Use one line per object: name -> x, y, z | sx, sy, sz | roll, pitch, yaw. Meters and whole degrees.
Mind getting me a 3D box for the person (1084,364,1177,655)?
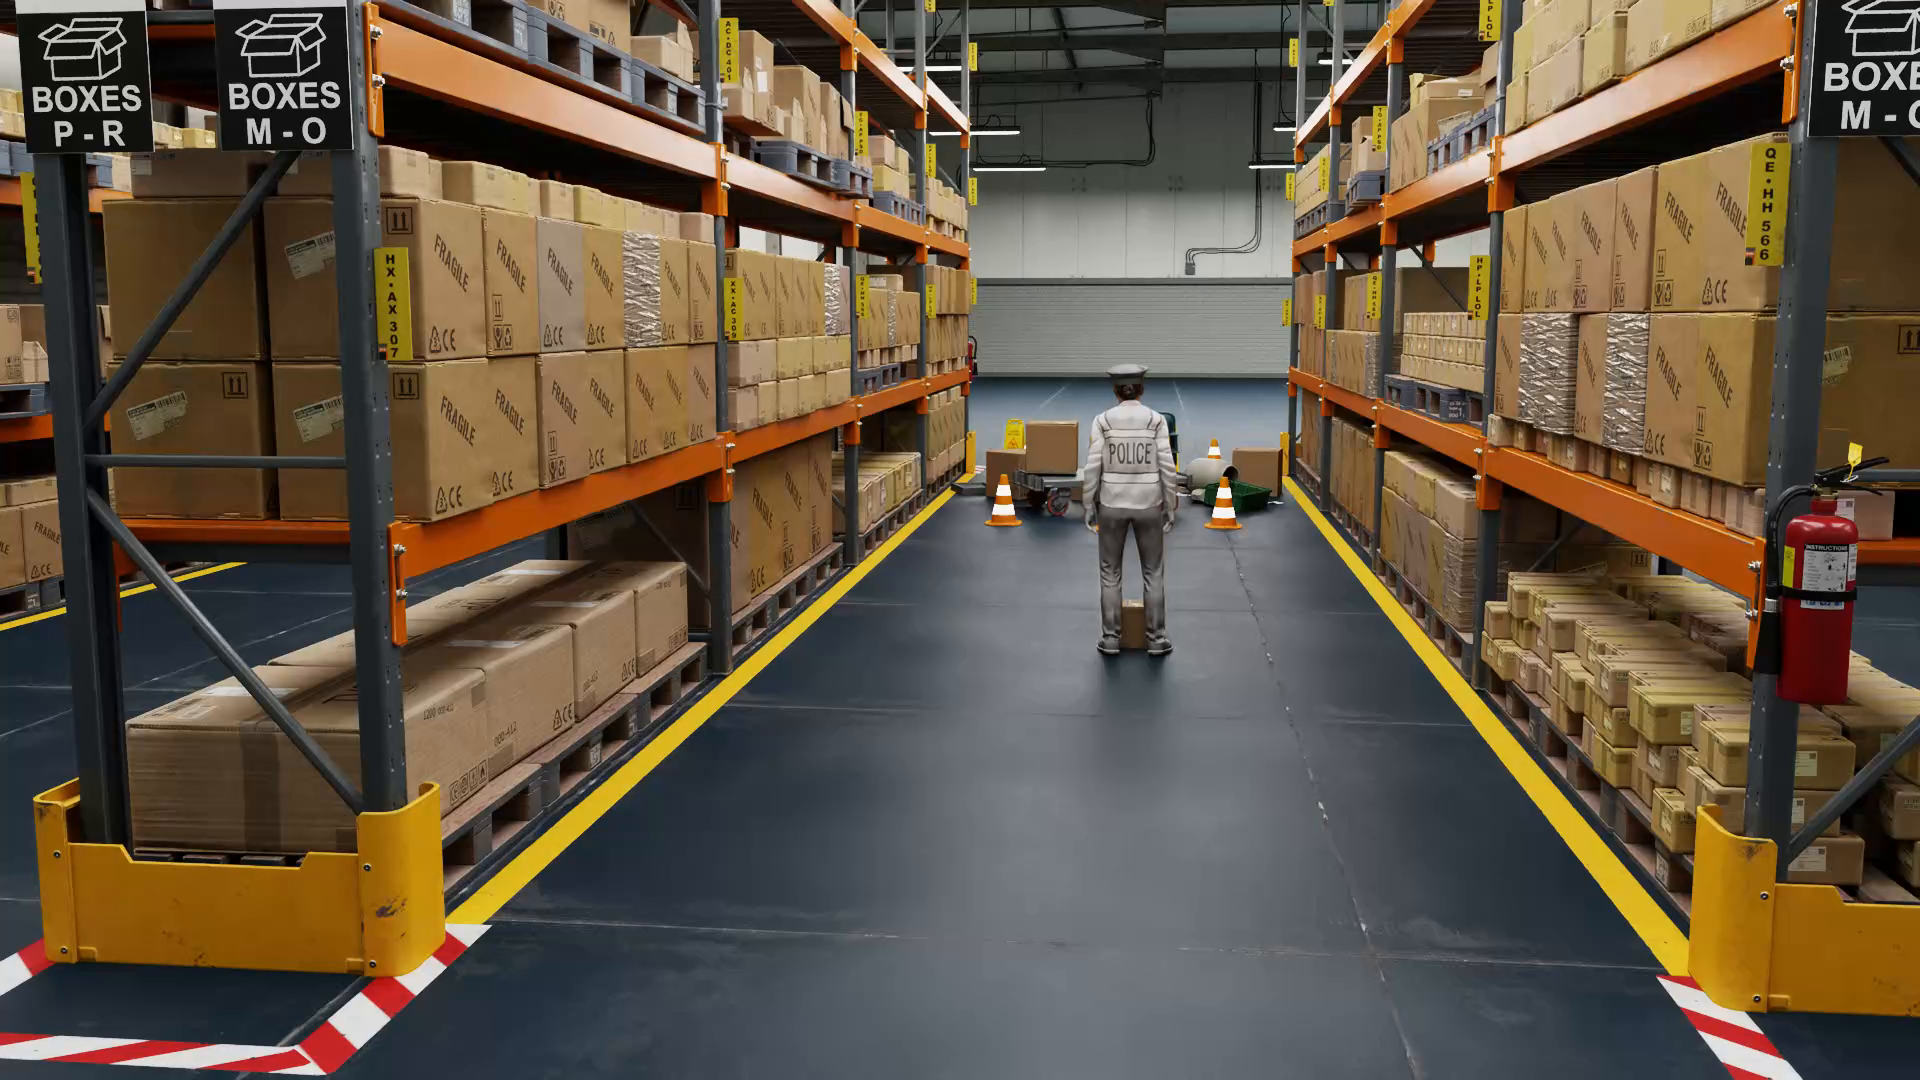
person -> 0.977, -0.171, 9.546 | 0.531, 1.663, 0.377 | 1, 8, 6
